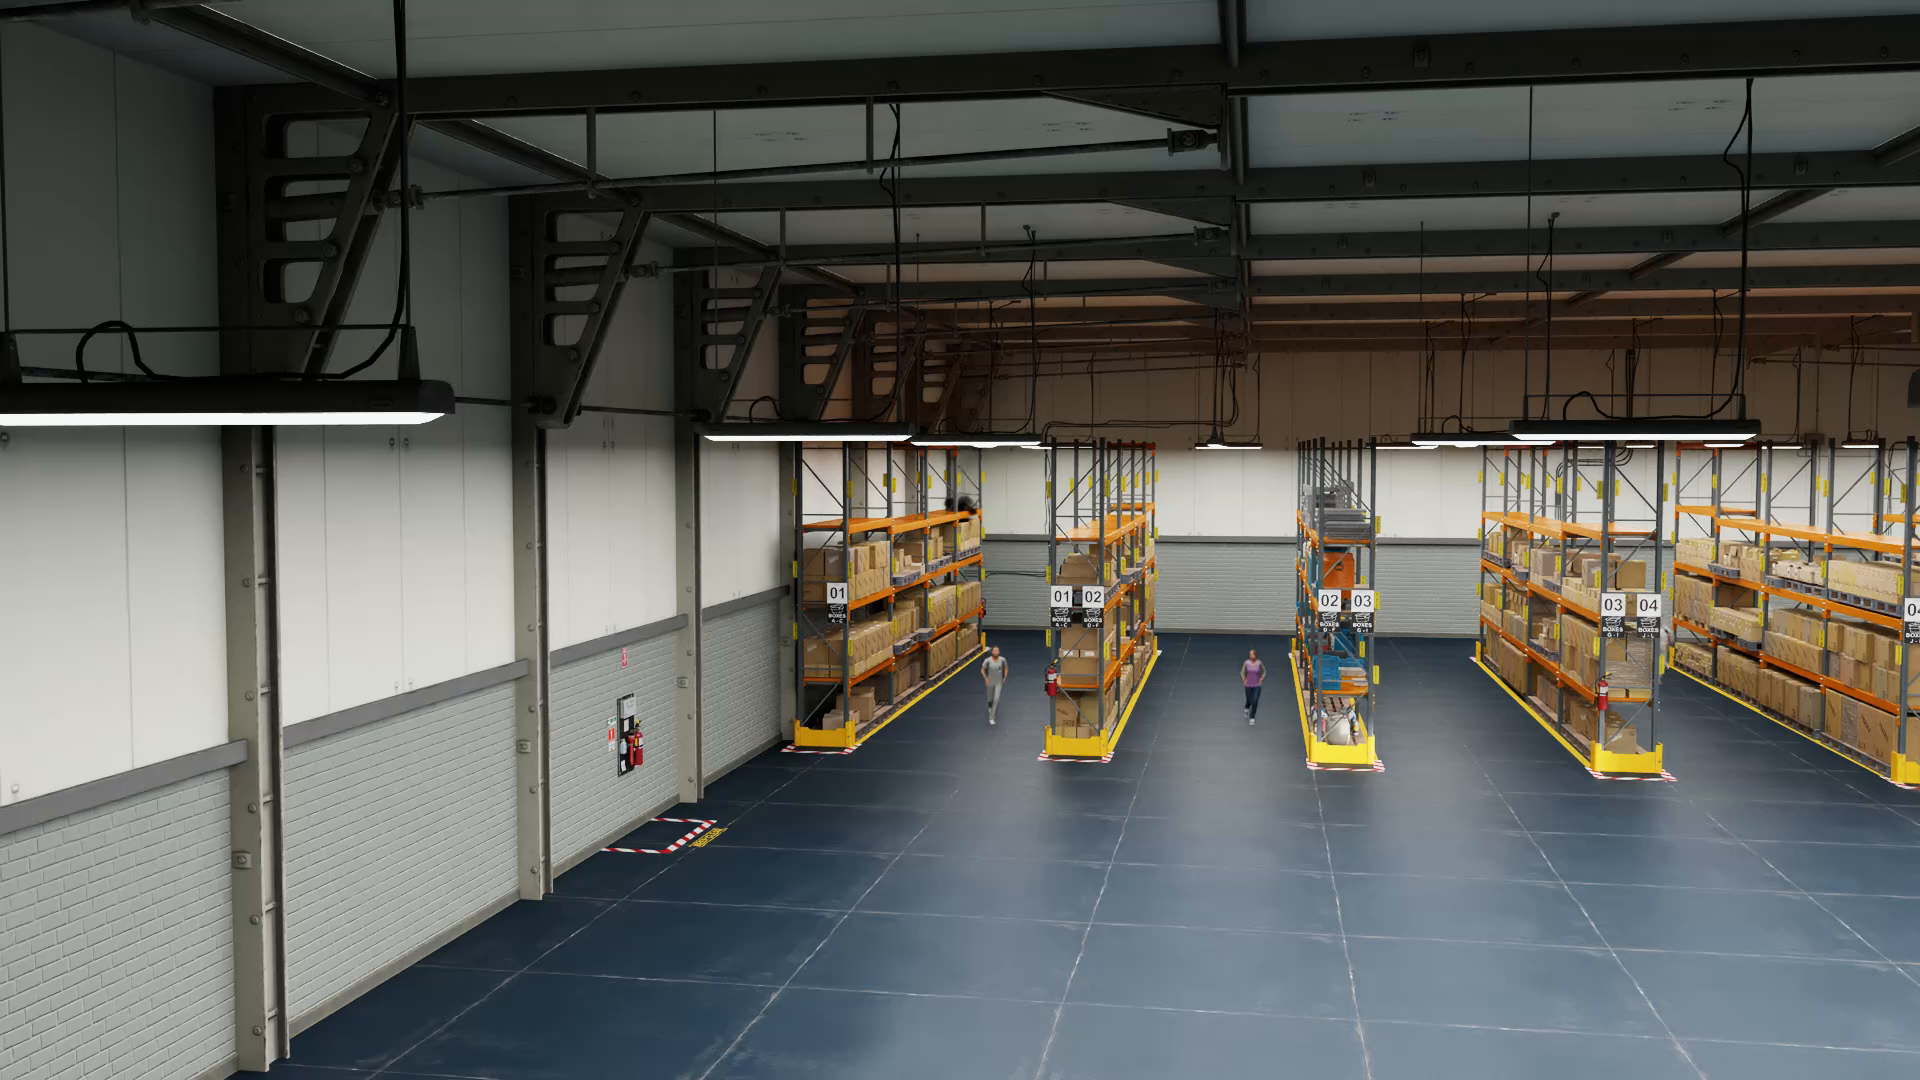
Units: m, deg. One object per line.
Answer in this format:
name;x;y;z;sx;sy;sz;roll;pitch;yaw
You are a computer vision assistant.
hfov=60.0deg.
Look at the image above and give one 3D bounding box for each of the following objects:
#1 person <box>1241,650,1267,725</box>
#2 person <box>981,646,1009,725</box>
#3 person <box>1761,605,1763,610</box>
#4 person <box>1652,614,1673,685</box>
person;6.206;3.094;35.134;0.533;1.573;0.588;1;3;11
person;0.742;3.047;35.281;0.588;1.649;0.776;0;3;-3
person;21.068;2.546;43.925;0.664;1.724;0.592;1;3;13
person;17.253;2.699;41.039;0.676;1.753;0.595;0;3;7
